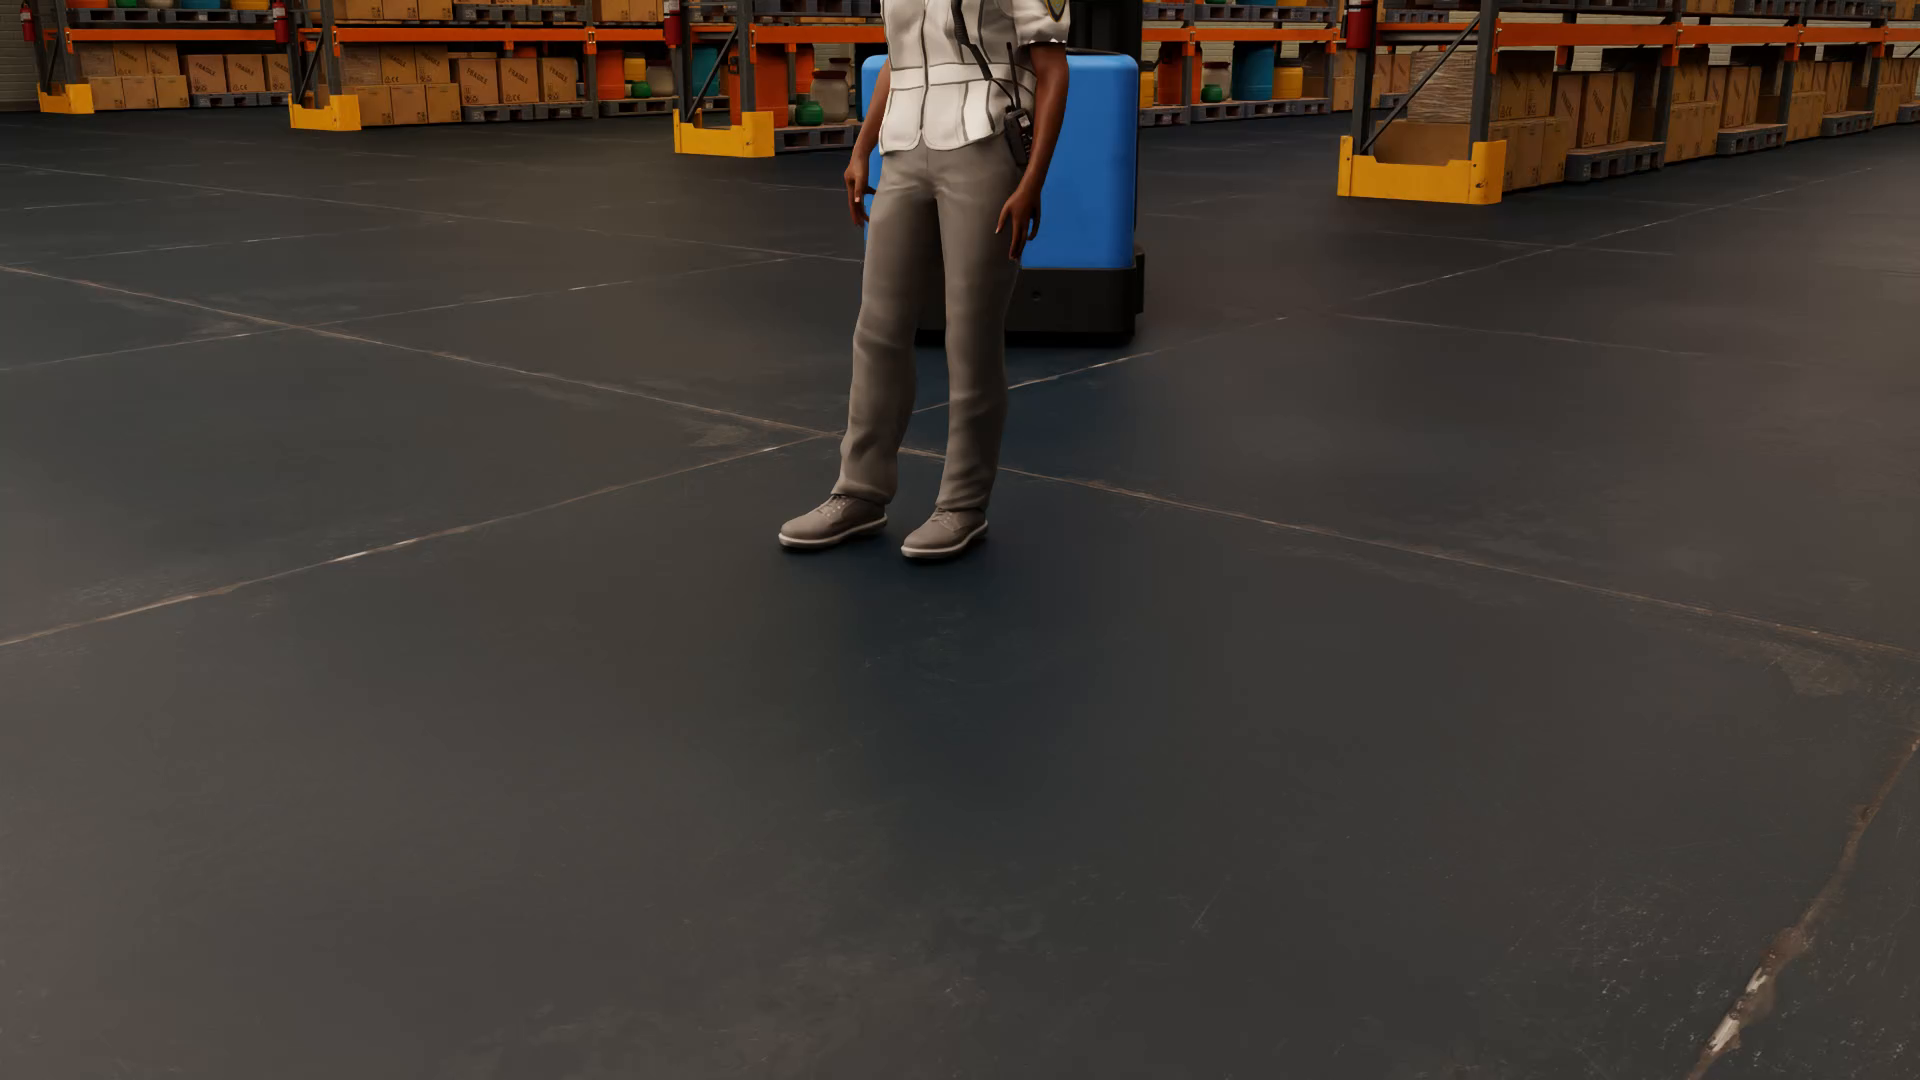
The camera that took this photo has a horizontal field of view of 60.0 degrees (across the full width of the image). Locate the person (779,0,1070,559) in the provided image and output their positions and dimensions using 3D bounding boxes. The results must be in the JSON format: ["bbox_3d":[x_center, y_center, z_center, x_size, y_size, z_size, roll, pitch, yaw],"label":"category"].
[{"bbox_3d":[-0.063,-0.805,3.651,0.569,1.694,0.530,13,21,37],"label":"person"}]

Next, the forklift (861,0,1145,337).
[{"bbox_3d":[0.262,-2.561,7.333,1.130,2.935,3.031,1,17,5],"label":"forklift"}]
